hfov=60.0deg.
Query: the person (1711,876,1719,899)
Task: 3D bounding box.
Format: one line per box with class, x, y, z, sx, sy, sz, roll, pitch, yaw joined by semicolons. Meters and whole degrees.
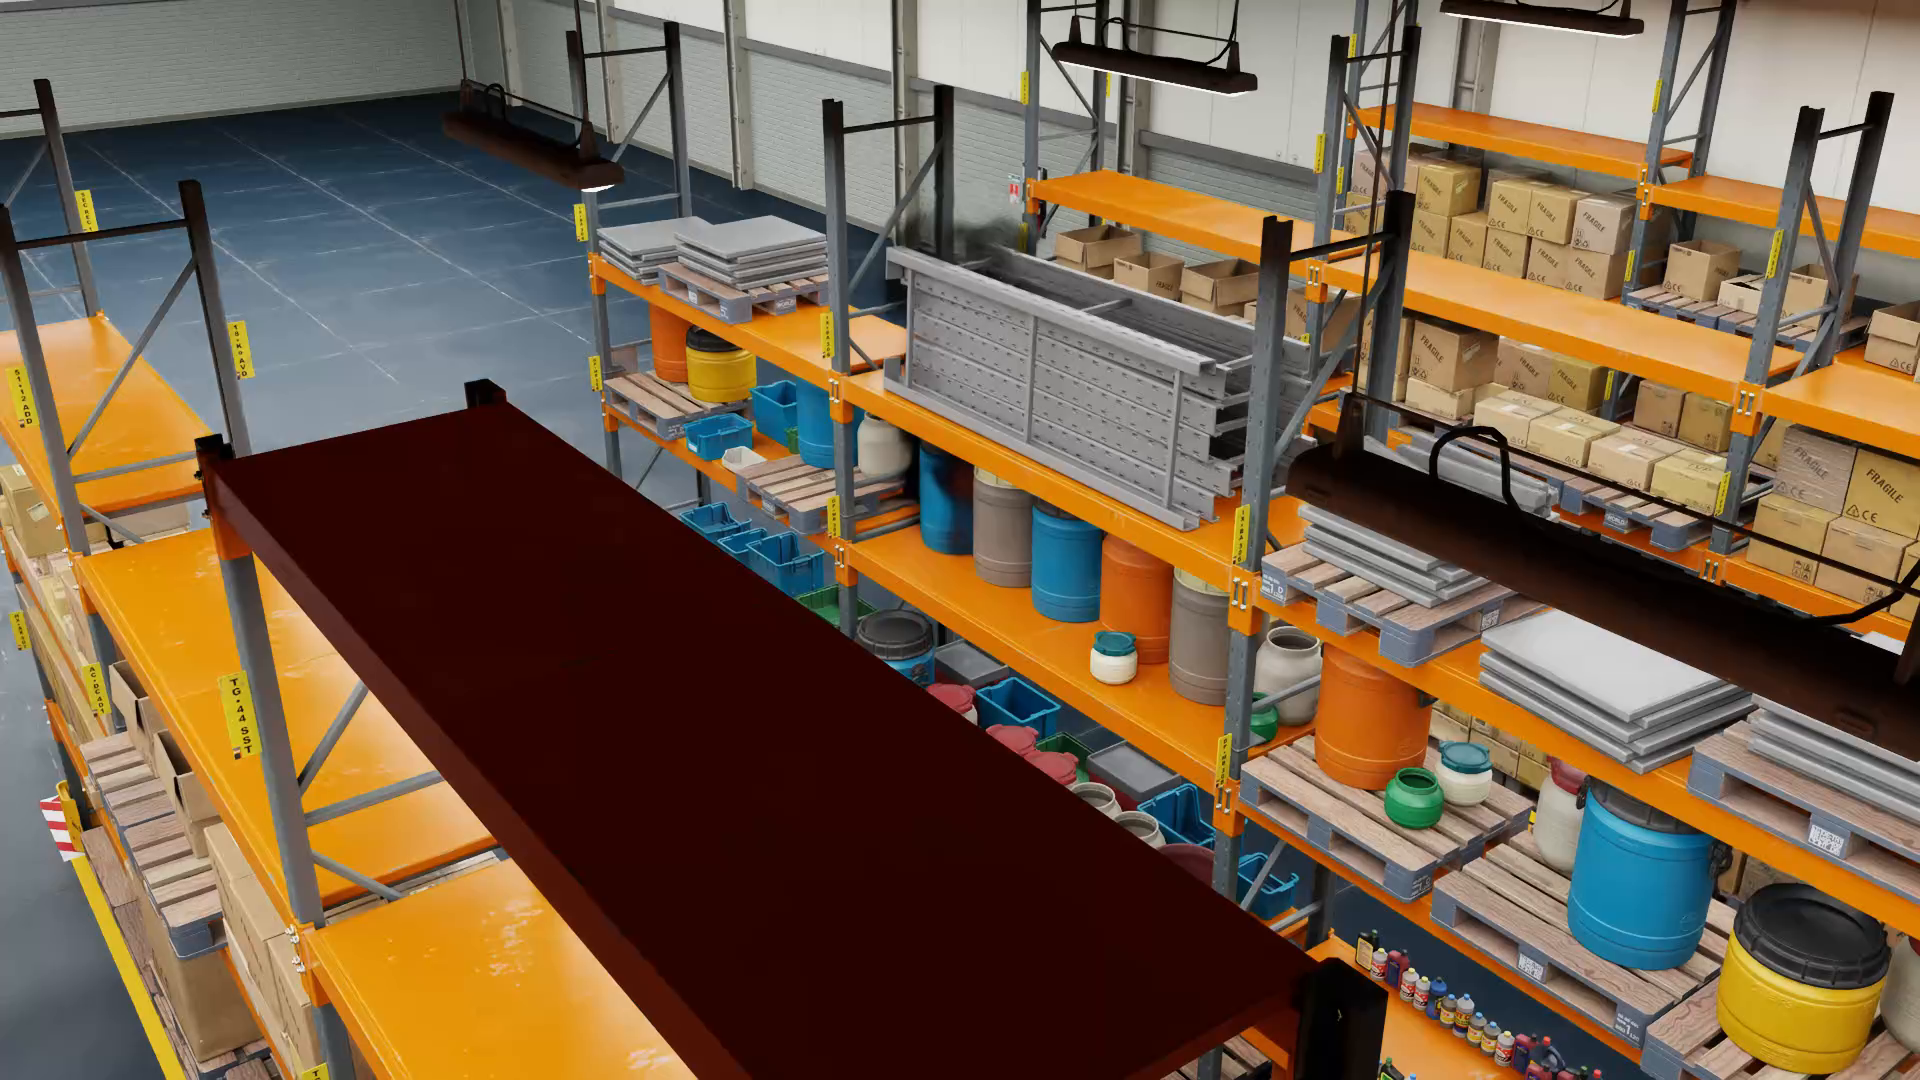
person;4.770;2.691;11.104;0.799;1.742;0.710;20;32;37
